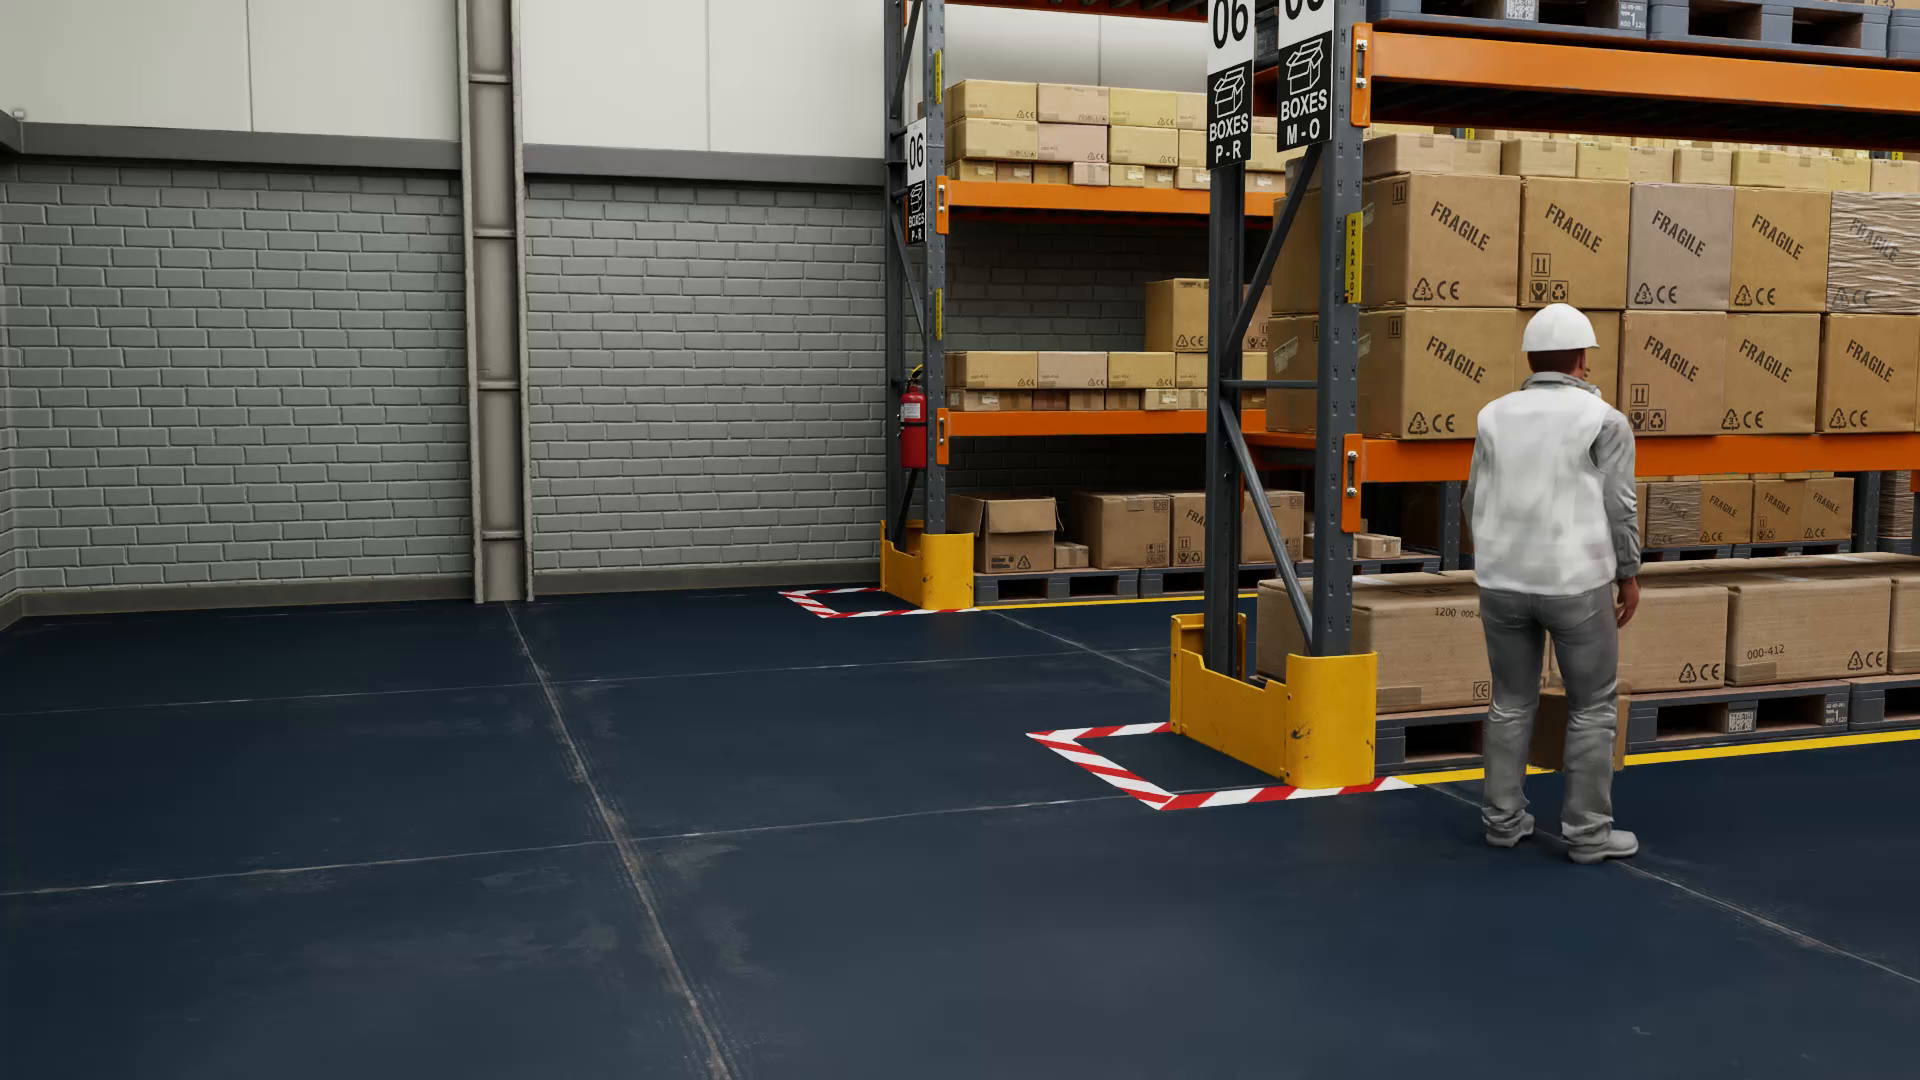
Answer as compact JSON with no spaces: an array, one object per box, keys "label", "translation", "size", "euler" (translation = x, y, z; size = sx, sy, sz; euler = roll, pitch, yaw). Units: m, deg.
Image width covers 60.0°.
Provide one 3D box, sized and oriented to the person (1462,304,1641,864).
[{"label":"person","translation":[1.905,0.130,5.384],"size":[0.565,1.771,0.443],"euler":[5,8,43]}]
